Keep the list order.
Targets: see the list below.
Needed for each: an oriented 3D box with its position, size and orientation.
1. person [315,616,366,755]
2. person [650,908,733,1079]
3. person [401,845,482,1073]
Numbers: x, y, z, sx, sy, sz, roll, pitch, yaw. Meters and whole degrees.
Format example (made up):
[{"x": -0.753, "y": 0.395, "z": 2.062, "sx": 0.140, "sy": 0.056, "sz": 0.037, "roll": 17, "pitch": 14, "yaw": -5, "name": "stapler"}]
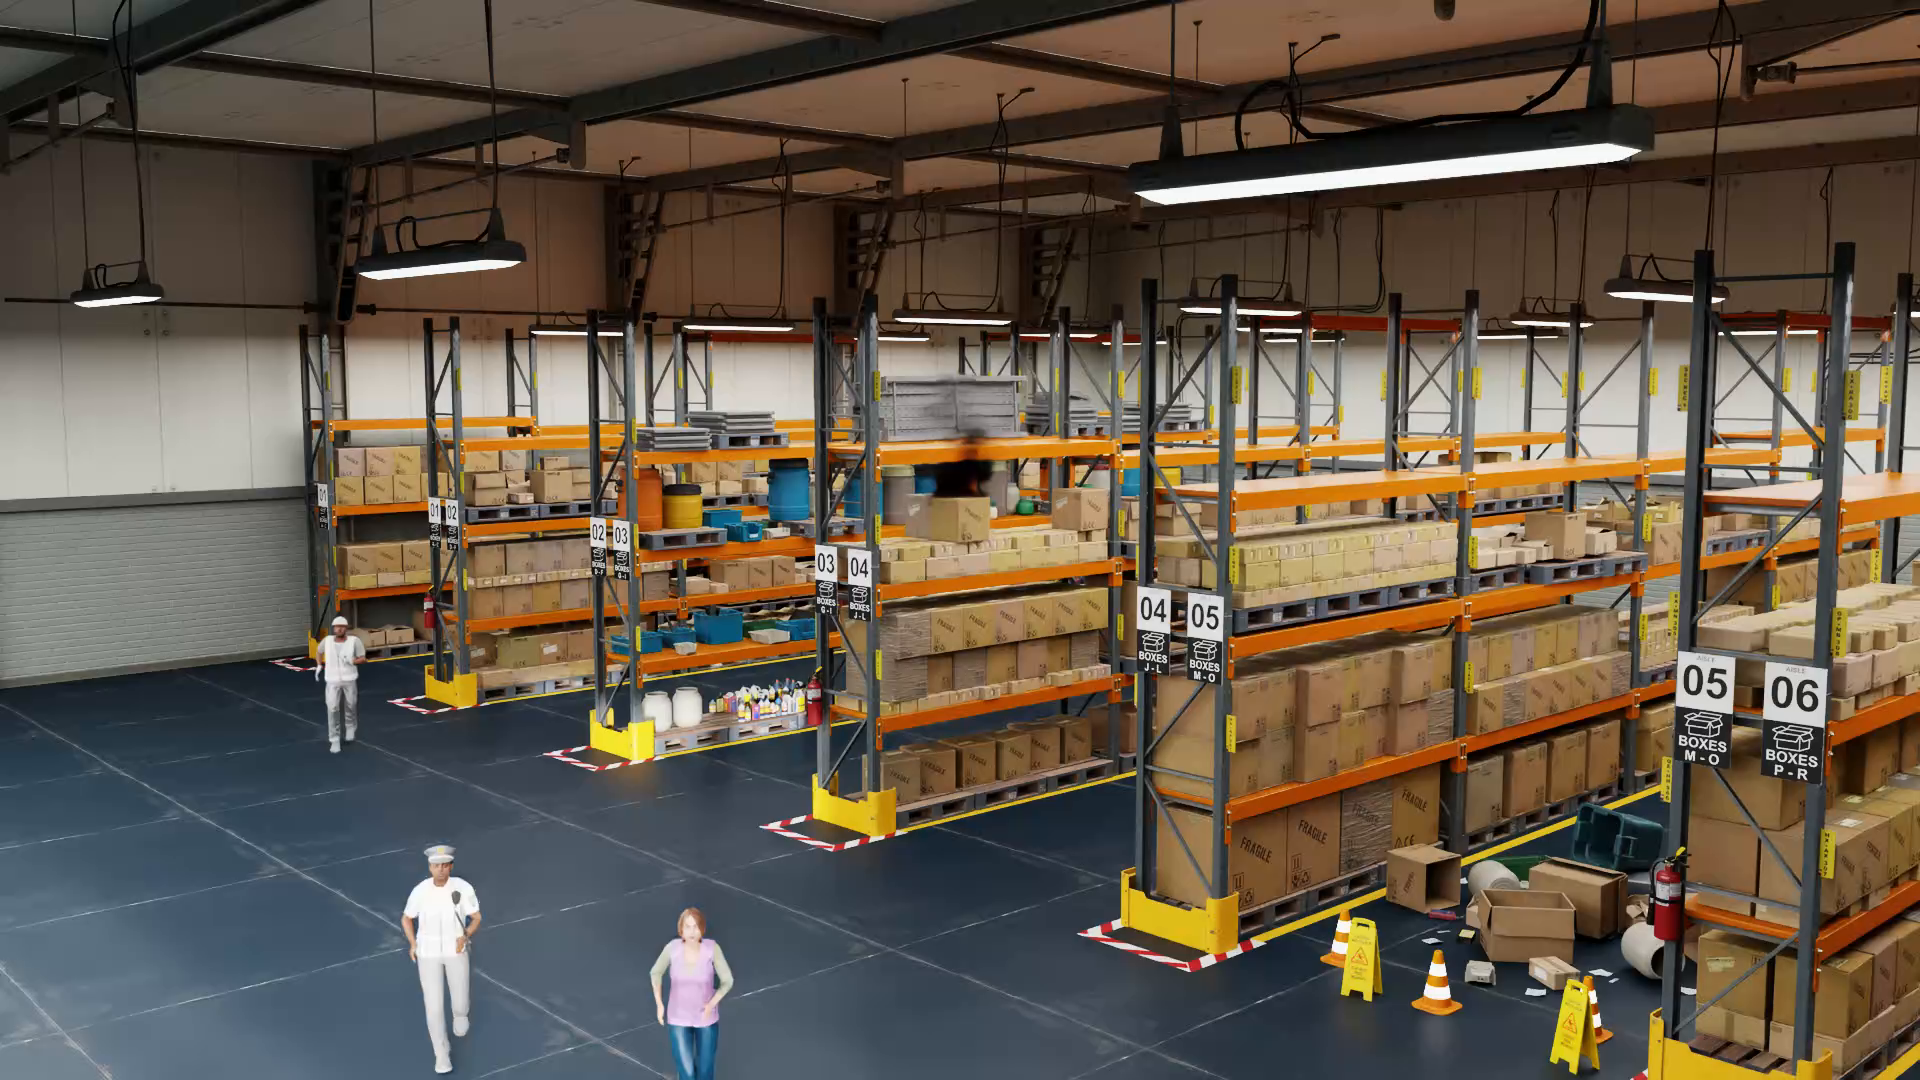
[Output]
[{"x": -8.505, "y": 1.956, "z": 22.862, "sx": 0.674, "sy": 1.831, "sz": 0.842, "roll": -2, "pitch": 6, "yaw": -17, "name": "person"}, {"x": -1.810, "y": 3.250, "z": 11.238, "sx": 0.558, "sy": 1.572, "sz": 0.750, "roll": -1, "pitch": 6, "yaw": -9, "name": "person"}, {"x": -3.884, "y": 3.084, "z": 12.471, "sx": 0.579, "sy": 1.654, "sz": 0.658, "roll": -2, "pitch": 6, "yaw": -15, "name": "person"}]
